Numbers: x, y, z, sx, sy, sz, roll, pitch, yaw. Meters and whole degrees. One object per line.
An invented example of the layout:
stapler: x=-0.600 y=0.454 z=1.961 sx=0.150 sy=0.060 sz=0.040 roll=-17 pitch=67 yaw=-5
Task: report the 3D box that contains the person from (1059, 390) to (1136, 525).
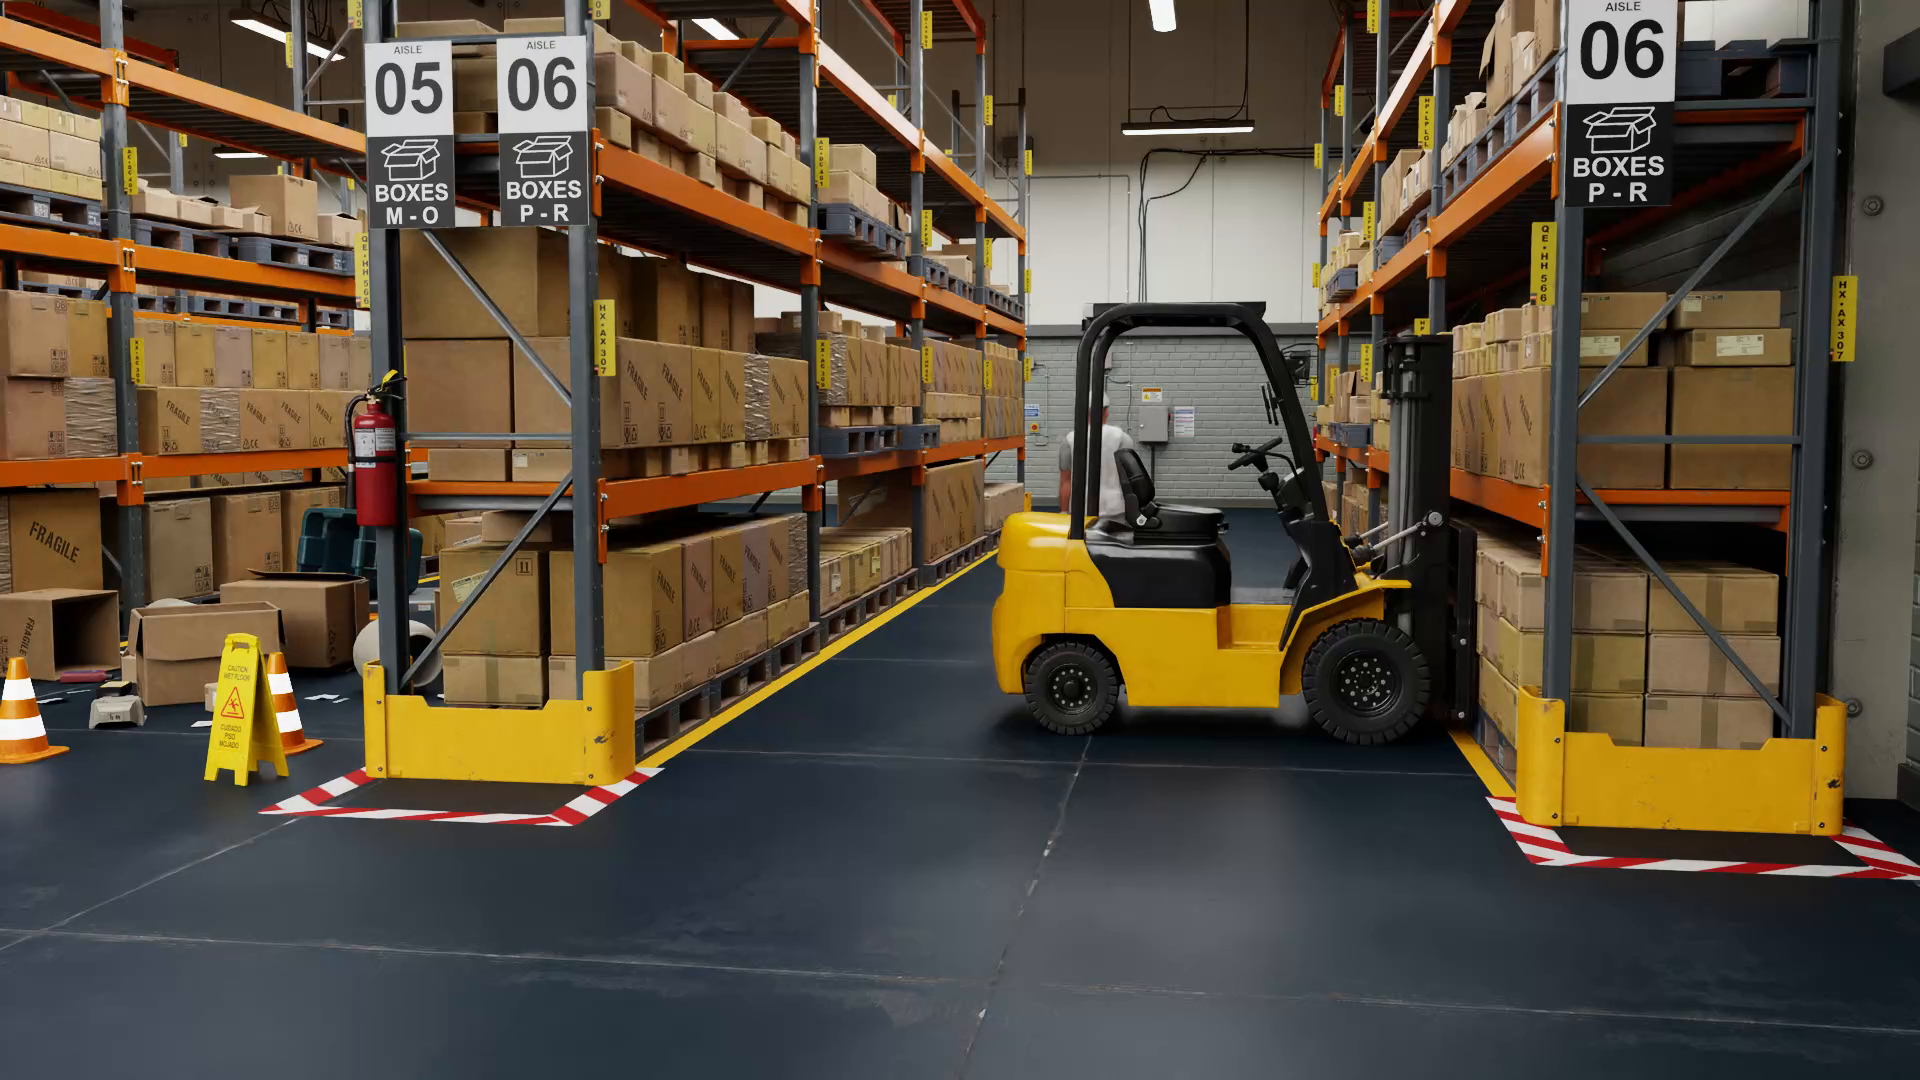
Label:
person: x=0.965 y=-0.168 z=11.605 sx=0.554 sy=1.770 sz=0.869 roll=1 pitch=5 yaw=18
